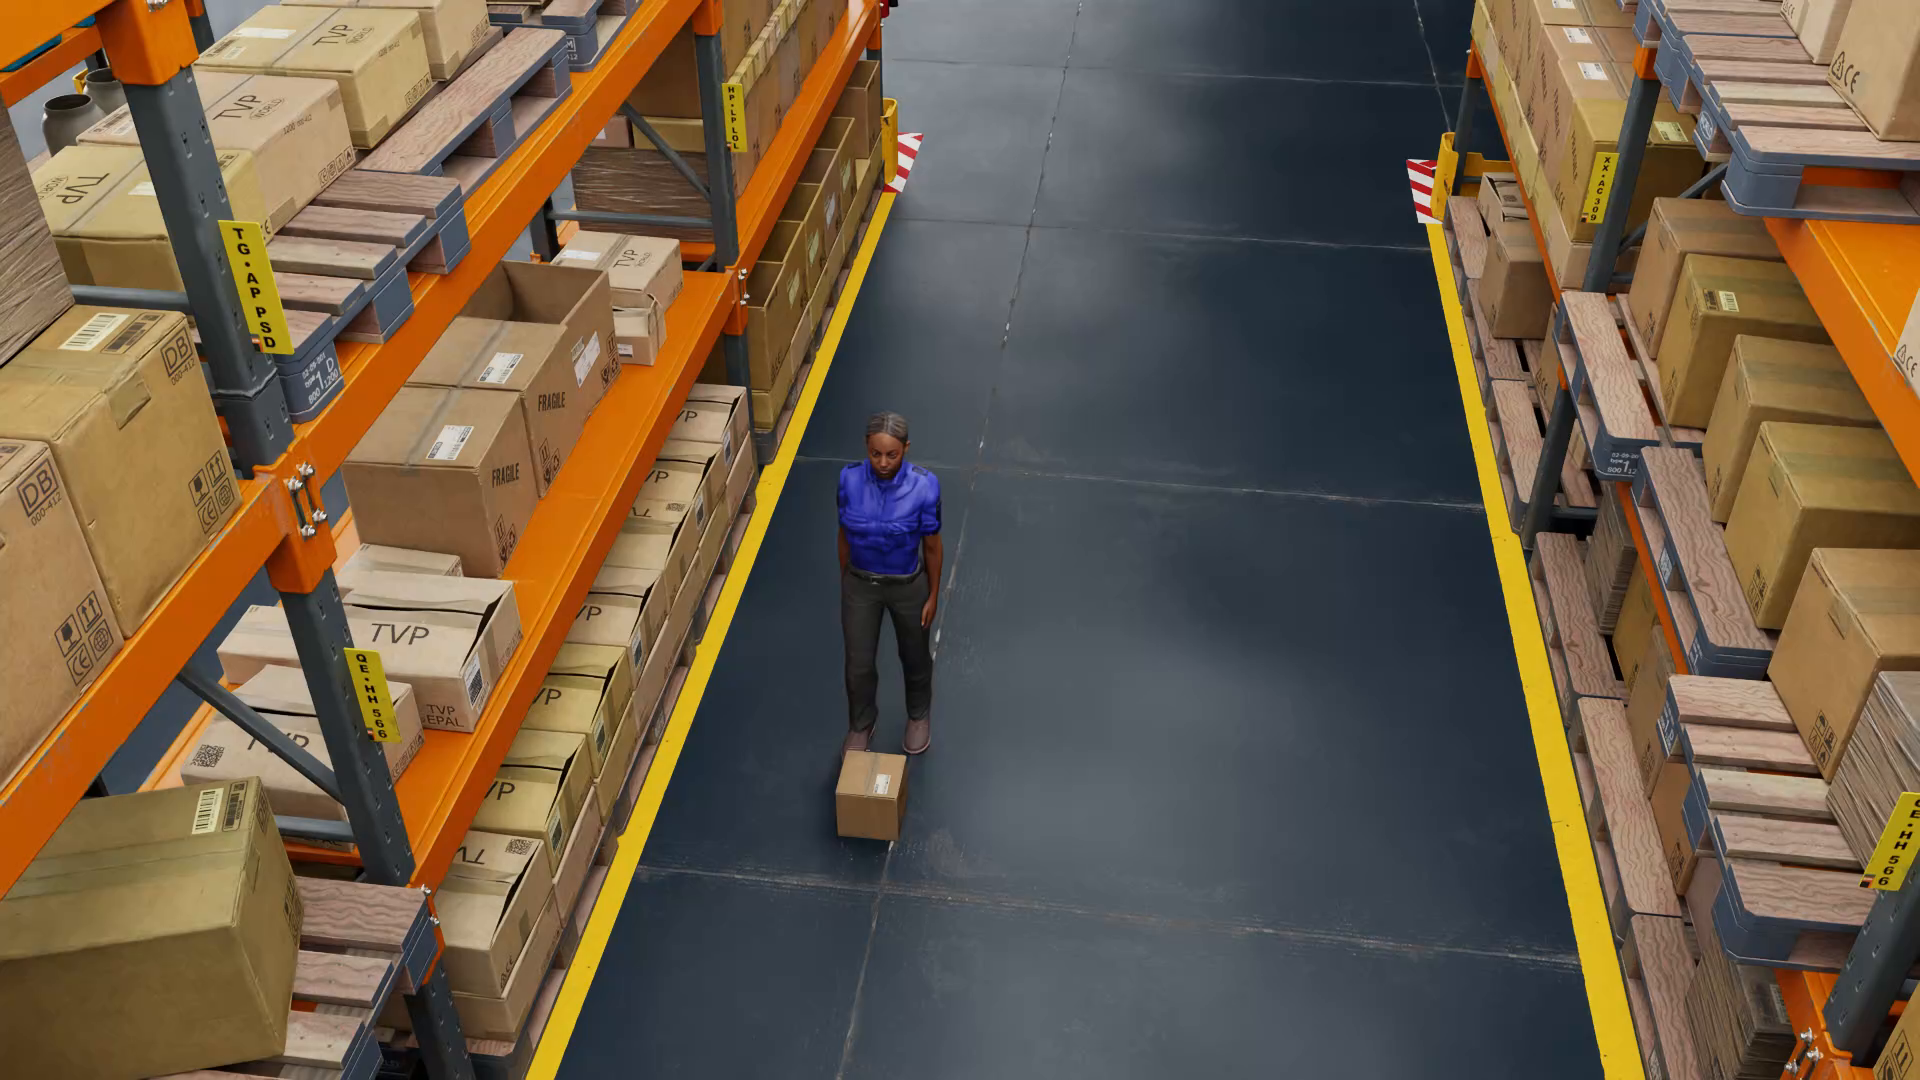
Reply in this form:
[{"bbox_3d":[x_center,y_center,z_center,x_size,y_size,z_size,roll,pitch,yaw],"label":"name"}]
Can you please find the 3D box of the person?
[{"bbox_3d":[-0.287,0.211,6.762,0.434,1.661,0.425,6,37,8],"label":"person"}]
